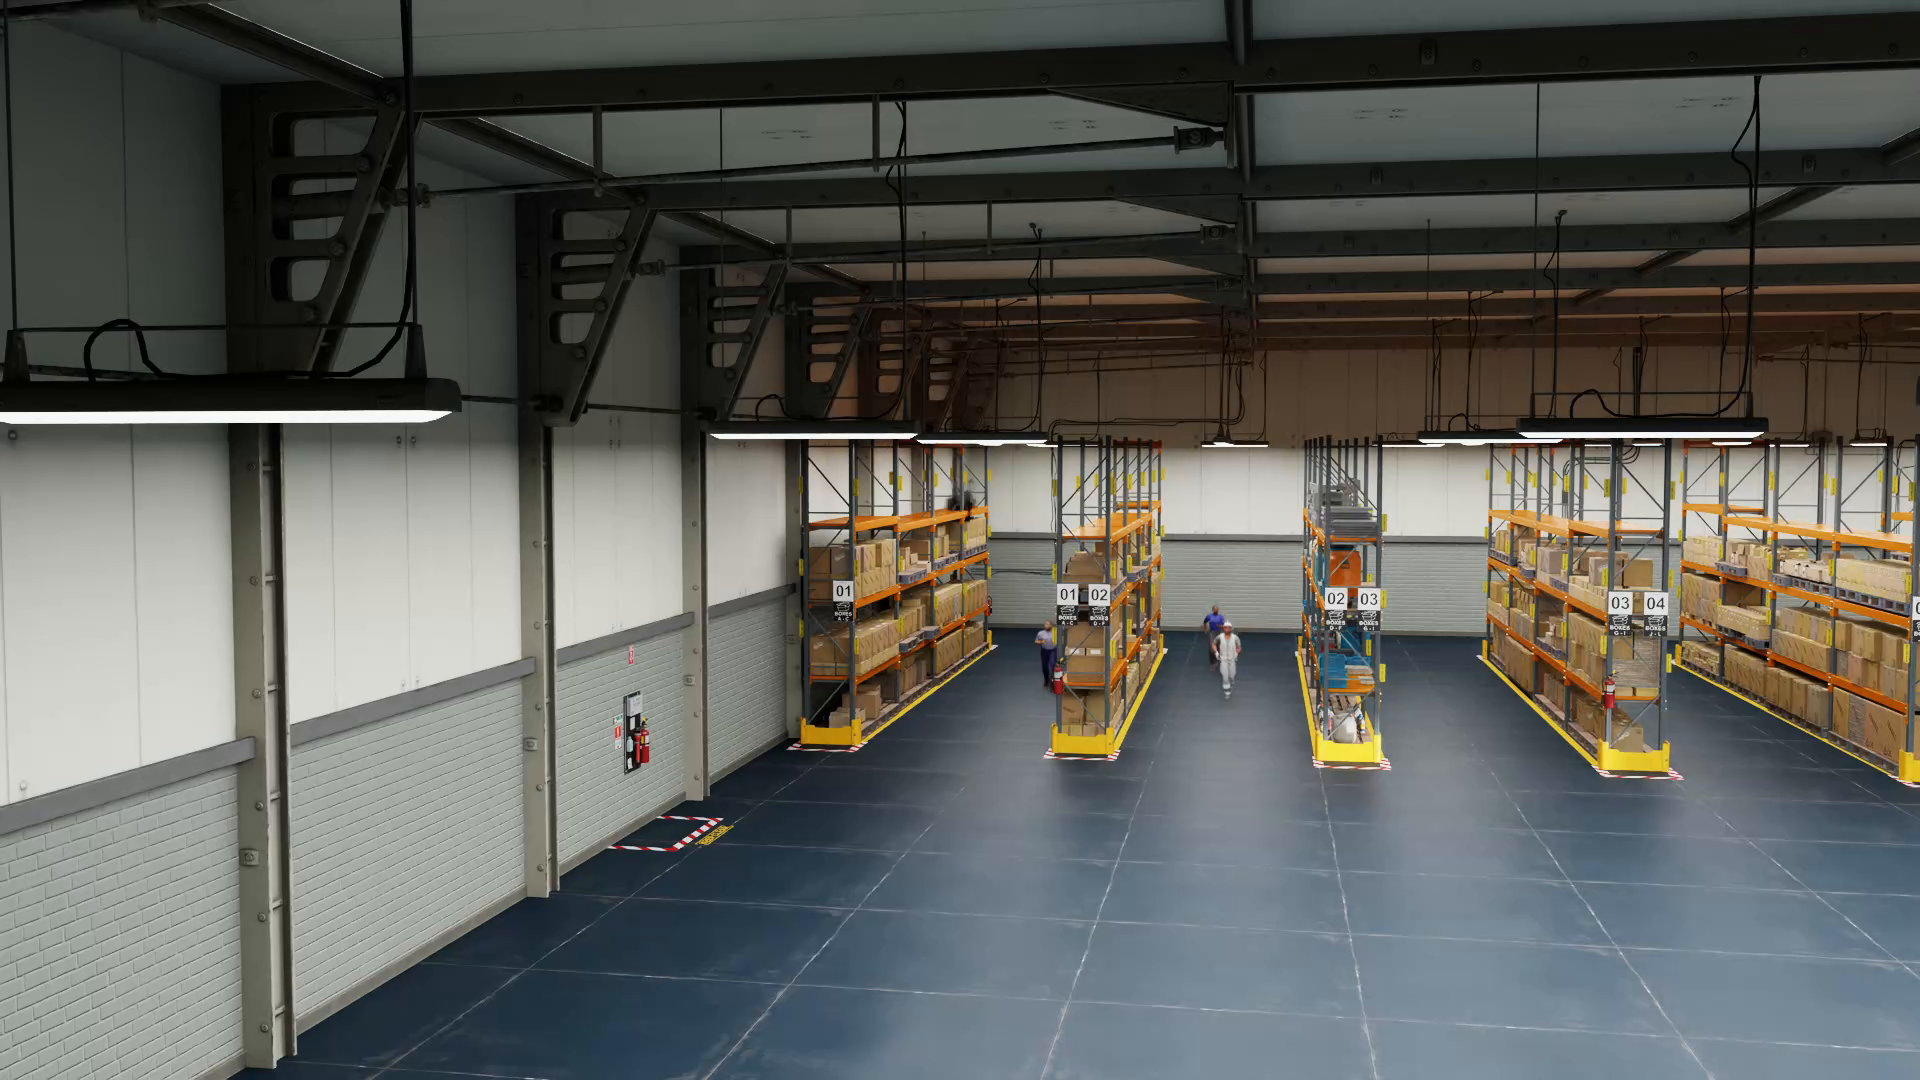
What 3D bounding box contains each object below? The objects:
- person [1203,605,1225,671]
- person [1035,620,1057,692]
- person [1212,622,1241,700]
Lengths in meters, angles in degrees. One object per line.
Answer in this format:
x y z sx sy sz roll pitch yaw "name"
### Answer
6.666 2.544 43.483 0.551 1.717 0.764 0 3 -1 "person"
2.107 2.746 39.682 0.624 1.664 0.874 0 3 8 "person"
6.149 2.769 38.322 0.667 1.767 0.741 0 3 5 "person"
